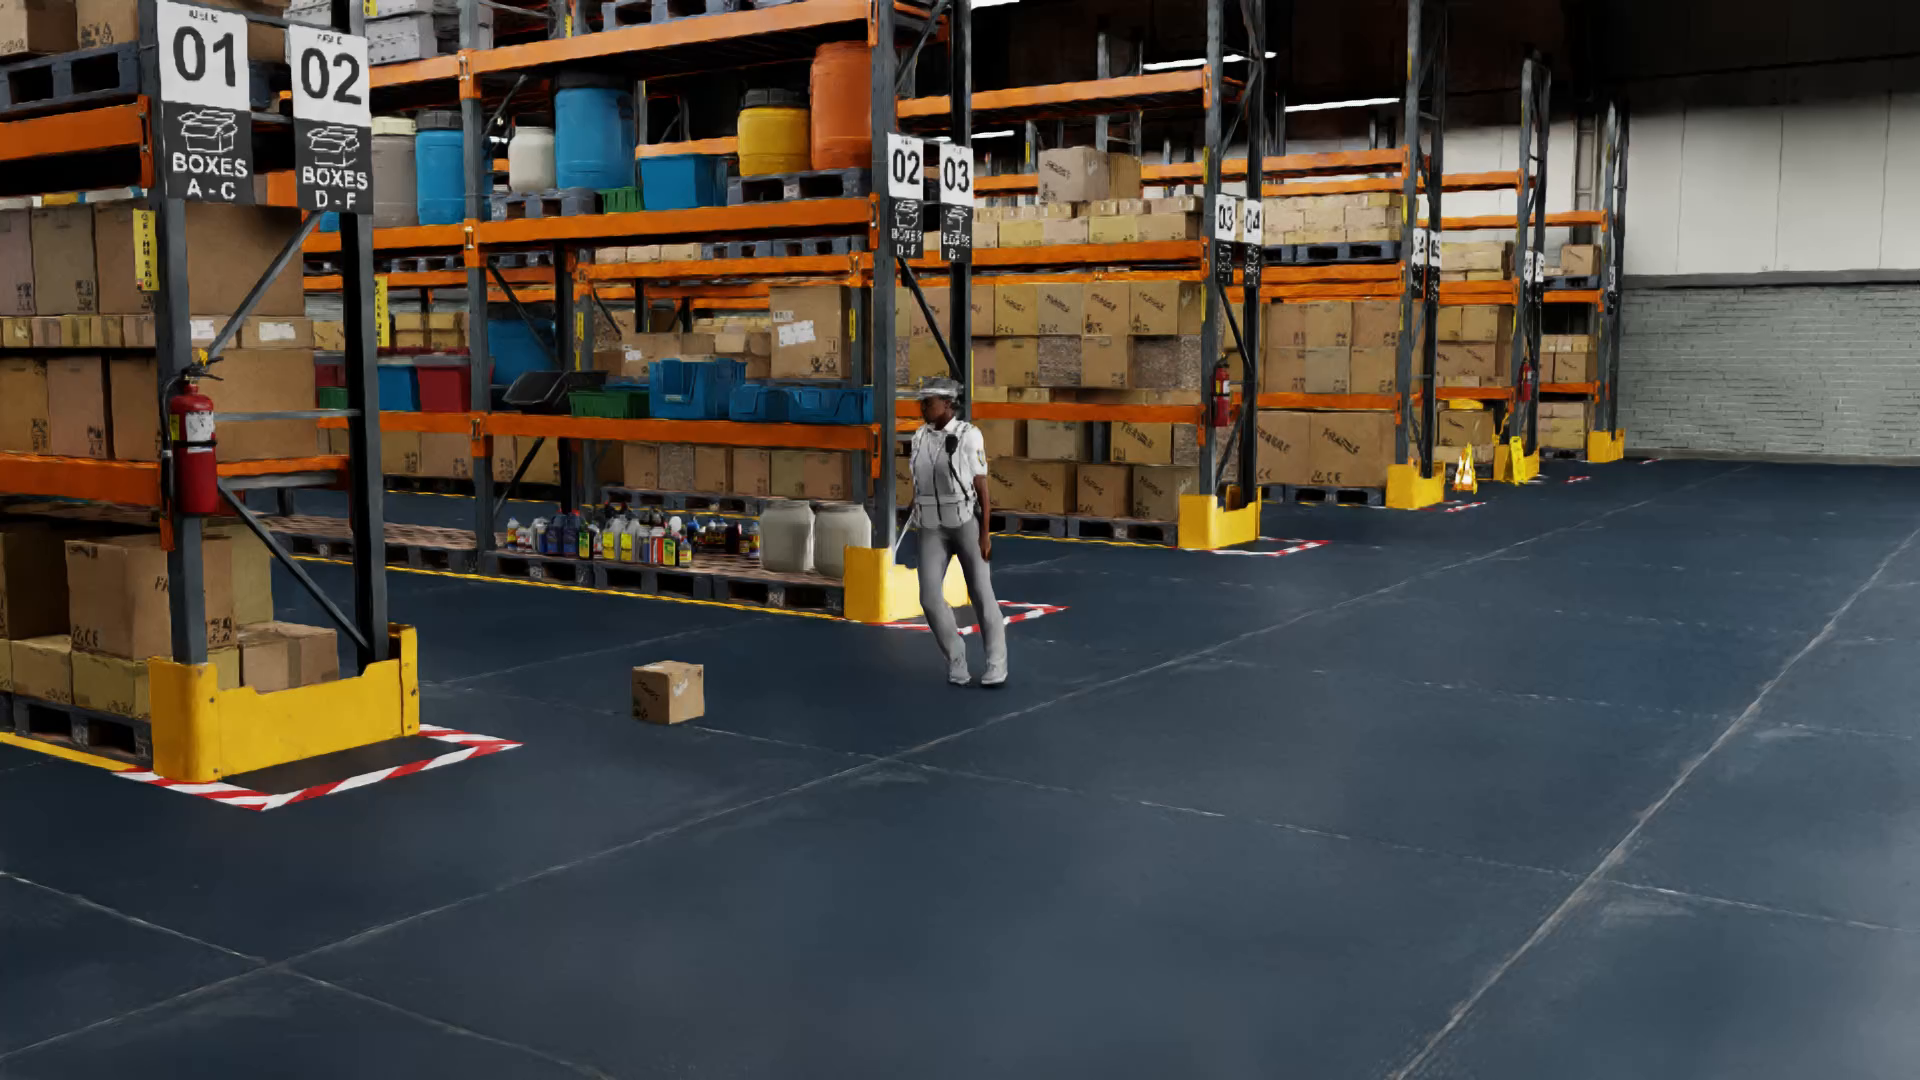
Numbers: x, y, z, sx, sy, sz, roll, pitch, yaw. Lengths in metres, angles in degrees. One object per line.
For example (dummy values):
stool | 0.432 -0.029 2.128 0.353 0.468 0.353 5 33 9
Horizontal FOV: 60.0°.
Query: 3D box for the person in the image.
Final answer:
person | -0.018 -0.057 8.934 0.551 1.649 0.383 3 7 22
